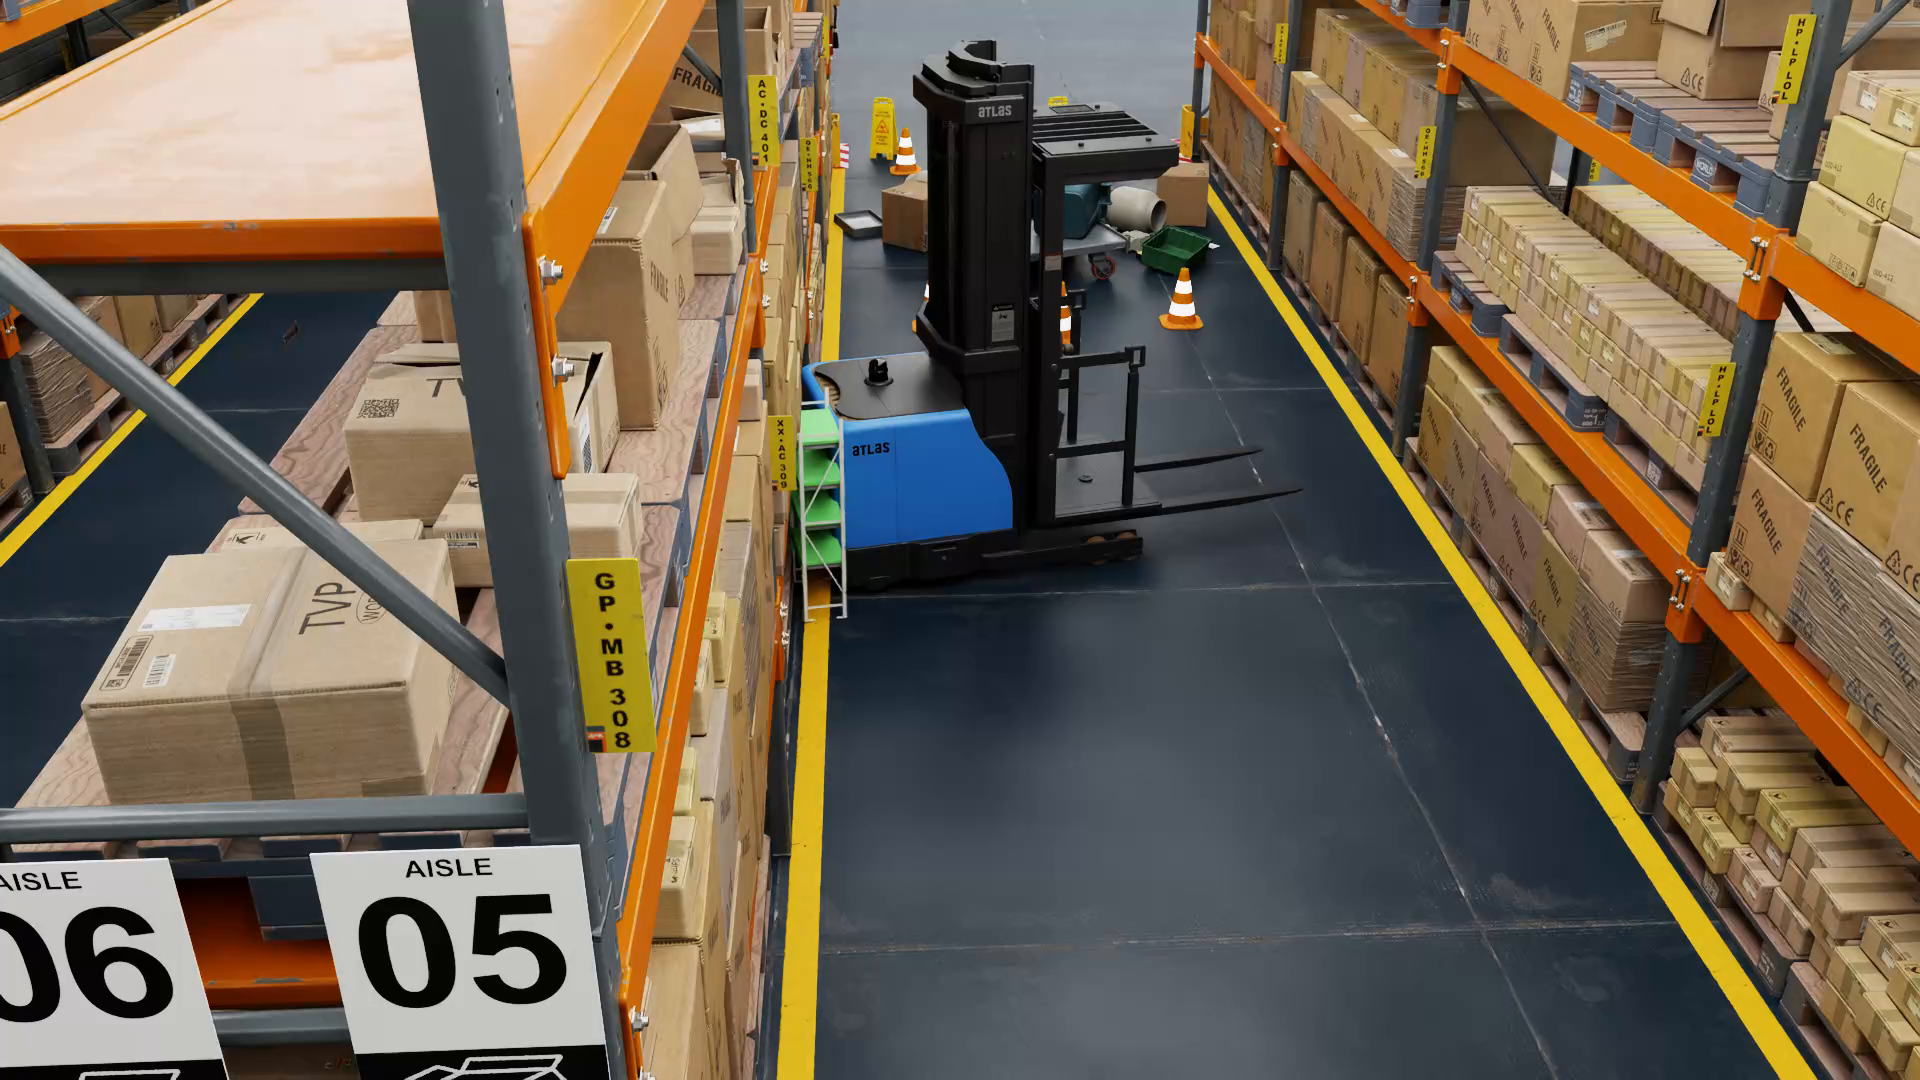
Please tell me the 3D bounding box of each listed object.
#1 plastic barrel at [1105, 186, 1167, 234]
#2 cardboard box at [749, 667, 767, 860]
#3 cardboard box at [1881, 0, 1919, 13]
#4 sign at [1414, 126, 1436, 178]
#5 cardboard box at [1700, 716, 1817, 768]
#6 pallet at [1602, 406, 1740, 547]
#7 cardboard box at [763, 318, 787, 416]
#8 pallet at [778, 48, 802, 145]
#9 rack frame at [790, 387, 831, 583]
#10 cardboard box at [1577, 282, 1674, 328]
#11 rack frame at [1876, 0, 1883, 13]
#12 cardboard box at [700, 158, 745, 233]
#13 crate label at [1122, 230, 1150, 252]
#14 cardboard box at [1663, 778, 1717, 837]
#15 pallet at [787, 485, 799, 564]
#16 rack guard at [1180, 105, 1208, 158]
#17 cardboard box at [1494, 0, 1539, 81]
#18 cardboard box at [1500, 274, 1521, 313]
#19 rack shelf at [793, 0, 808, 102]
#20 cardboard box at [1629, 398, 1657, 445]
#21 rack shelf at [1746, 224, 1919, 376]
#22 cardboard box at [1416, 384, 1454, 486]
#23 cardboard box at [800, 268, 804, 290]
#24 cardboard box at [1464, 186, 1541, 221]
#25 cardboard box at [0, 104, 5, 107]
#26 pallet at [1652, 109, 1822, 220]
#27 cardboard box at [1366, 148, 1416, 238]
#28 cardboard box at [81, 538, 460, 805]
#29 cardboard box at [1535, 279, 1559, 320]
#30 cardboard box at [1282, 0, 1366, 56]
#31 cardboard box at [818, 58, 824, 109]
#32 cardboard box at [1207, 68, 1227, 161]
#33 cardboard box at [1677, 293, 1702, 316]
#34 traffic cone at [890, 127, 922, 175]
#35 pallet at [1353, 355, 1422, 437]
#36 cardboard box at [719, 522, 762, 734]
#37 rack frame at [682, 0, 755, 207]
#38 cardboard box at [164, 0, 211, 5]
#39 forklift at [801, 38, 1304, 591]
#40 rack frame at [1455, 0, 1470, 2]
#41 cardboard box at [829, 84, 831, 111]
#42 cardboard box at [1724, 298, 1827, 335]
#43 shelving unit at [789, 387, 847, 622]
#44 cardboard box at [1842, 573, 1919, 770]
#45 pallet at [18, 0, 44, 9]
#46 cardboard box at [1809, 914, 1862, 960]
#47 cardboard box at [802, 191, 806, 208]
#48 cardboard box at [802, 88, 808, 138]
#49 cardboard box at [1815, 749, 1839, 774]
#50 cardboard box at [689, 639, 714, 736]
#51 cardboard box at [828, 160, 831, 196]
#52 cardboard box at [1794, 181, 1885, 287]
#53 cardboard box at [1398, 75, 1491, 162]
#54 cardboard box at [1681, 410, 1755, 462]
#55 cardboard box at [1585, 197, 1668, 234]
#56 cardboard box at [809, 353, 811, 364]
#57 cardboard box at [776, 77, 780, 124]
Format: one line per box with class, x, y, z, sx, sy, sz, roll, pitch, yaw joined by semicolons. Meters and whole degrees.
plastic barrel;1.664;-3.118;15.770;0.512;0.421;0.421;19;33;32
cardboard box;-0.912;0.720;5.517;0.500;0.500;0.500;-2;28;-3
cardboard box;8.116;-3.928;13.435;1.000;1.000;1.000;-1;28;-2
sign;2.910;-2.424;10.403;0.100;0.325;0.005;-1;28;-3
cardboard box;3.484;0.899;7.267;0.380;0.149;0.250;0;28;-1
pallet;3.778;-0.350;7.885;1.003;0.211;1.213;-1;28;-3
cardboard box;-1.001;-0.610;6.987;0.500;0.500;0.500;-1;28;-2
pallet;-1.326;-2.194;8.173;1.003;0.211;1.213;0;28;0
rack frame;-0.860;-0.301;9.531;0.240;1.200;0.015;-5;26;-12
cardboard box;3.390;-1.200;8.481;0.380;0.149;0.250;-3;28;-5
rack frame;8.214;-3.846;14.381;1.000;3.000;0.127;-1;28;-3
cardboard box;-0.912;-1.126;5.505;0.396;0.266;0.258;-1;28;-1
crate label;1.620;-2.774;15.421;0.298;0.136;0.250;-23;35;-37
cardboard box;3.371;1.175;7.382;0.380;0.149;0.250;-3;28;-5
pallet;-1.508;-0.158;10.324;1.003;0.211;1.213;-1;28;-3
rack guard;3.045;-4.523;18.382;1.175;0.500;0.348;-1;28;-3
cardboard box;3.262;-2.799;9.022;0.500;0.500;0.500;-1;28;-3
cardboard box;3.330;-1.416;9.539;0.380;0.149;0.250;0;28;0
rack shelf;-1.578;-3.694;11.624;1.077;0.370;4.000;-1;28;-3
cardboard box;3.429;-0.567;7.912;0.380;0.149;0.250;-1;28;-3
rack shelf;3.778;-0.166;4.859;1.077;0.370;4.000;-1;28;-3
cardboard box;3.246;-0.671;10.542;0.500;0.500;0.500;-3;28;-5
cardboard box;-1.188;-1.466;9.979;0.500;0.250;0.500;-2;28;-4
cardboard box;3.295;-2.044;10.100;0.380;0.149;0.250;-1;28;-3
cardboard box;-6.821;-3.060;12.064;0.380;0.149;0.250;-2;28;-3
pallet;3.747;-1.613;7.059;1.213;0.211;1.003;-1;28;-3
cardboard box;3.148;-2.402;11.504;0.500;0.500;0.500;-1;28;-3
cardboard box;-1.169;0.235;2.912;0.500;0.250;0.500;-4;28;-7
cardboard box;3.358;-1.310;9.014;0.380;0.149;0.250;-2;28;-3
cardboard box;3.270;-4.490;14.285;0.875;0.550;0.550;-1;28;-3
cardboard box;-1.427;-3.993;14.233;0.500;0.500;0.500;-1;28;-3
cardboard box;3.148;-4.553;17.580;0.875;0.875;0.875;-1;28;-2
cardboard box;4.028;-1.201;8.804;0.380;0.149;0.250;-2;28;-4
traffic cone;-0.581;-4.162;17.730;0.336;0.463;0.334;-1;28;-3
pallet;3.498;-1.056;12.046;1.003;0.211;1.213;-1;28;-3
cardboard box;-0.910;0.280;5.279;0.500;0.500;0.500;-1;28;-2
rack frame;-1.265;-2.573;5.451;1.000;3.000;0.127;-1;28;-3
cardboard box;-6.974;-4.799;15.077;0.380;0.149;0.250;-1;28;-1
forklift;0.602;-1.379;9.724;3.031;2.935;1.130;-8;28;-14
rack frame;3.464;-4.586;9.312;1.000;3.000;0.127;-1;28;-3
cardboard box;-1.589;-4.390;17.132;0.500;0.500;0.500;-1;28;-2
cardboard box;4.056;-1.091;8.272;0.380;0.149;0.250;-2;28;-3
shelving unit;-0.805;-0.197;9.317;0.258;1.200;0.503;-5;26;-12
cardboard box;3.471;0.442;5.730;0.500;0.500;0.500;-2;28;-4
pallet;-6.617;-3.712;11.084;1.003;0.211;1.213;0;28;0
cardboard box;3.526;1.521;6.397;0.380;0.149;0.250;0;28;0
cardboard box;-1.248;-2.376;11.379;0.380;0.149;0.250;-1;28;-2
cardboard box;-1.353;-3.052;11.975;0.500;0.500;0.500;-2;28;-5
cardboard box;3.952;0.893;7.279;0.380;0.149;0.250;-1;28;-1
cardboard box;-0.851;0.389;4.369;0.380;0.149;0.250;-1;28;-2
cardboard box;-1.529;-3.574;16.377;0.500;0.250;0.500;-2;28;-4
cardboard box;3.434;-1.122;6.076;0.500;0.250;0.500;0;28;0
cardboard box;3.423;-2.855;11.291;0.700;0.500;0.500;-2;28;-3
cardboard box;3.455;-0.464;7.393;0.380;0.149;0.250;-1;28;-1
cardboard box;3.958;-1.933;9.887;0.380;0.149;0.250;-2;28;-3
cardboard box;-1.493;-1.042;11.392;0.950;0.372;0.625;-3;28;-6
cardboard box;-0.981;-1.918;7.239;0.380;0.166;0.250;-3;28;-6
